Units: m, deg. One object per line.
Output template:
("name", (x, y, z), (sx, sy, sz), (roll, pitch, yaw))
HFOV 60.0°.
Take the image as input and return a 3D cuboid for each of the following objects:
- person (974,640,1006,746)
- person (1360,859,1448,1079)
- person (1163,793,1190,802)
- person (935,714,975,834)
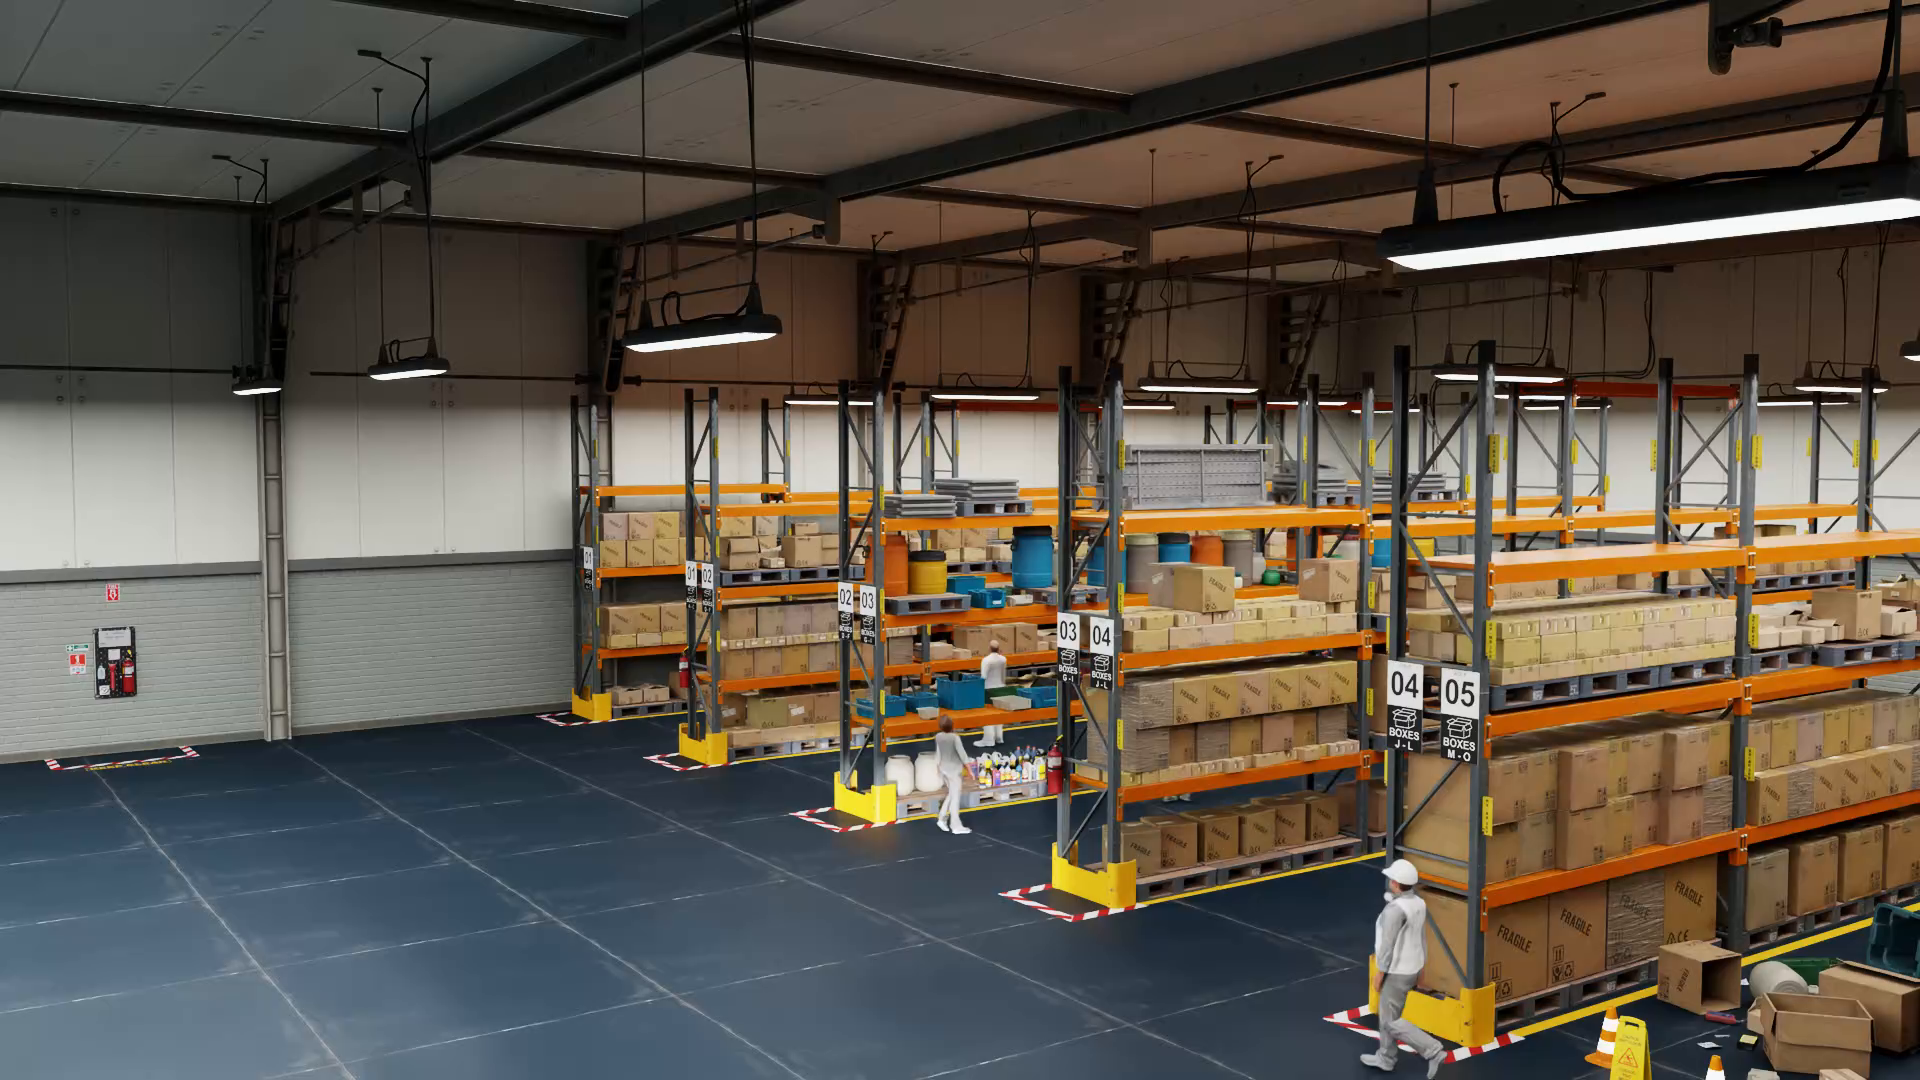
("person", (0.516, 2.575, 28.110), (0.427, 1.786, 0.616), (2, 4, 30))
("person", (3.593, 3.468, 13.441), (0.787, 1.765, 0.519), (2, 4, 32))
("person", (3.099, 2.895, 23.740), (0.478, 1.697, 0.412), (-1, 3, -11))
("person", (-0.081, 3.061, 21.765), (0.459, 1.597, 0.451), (-2, 4, -33))
